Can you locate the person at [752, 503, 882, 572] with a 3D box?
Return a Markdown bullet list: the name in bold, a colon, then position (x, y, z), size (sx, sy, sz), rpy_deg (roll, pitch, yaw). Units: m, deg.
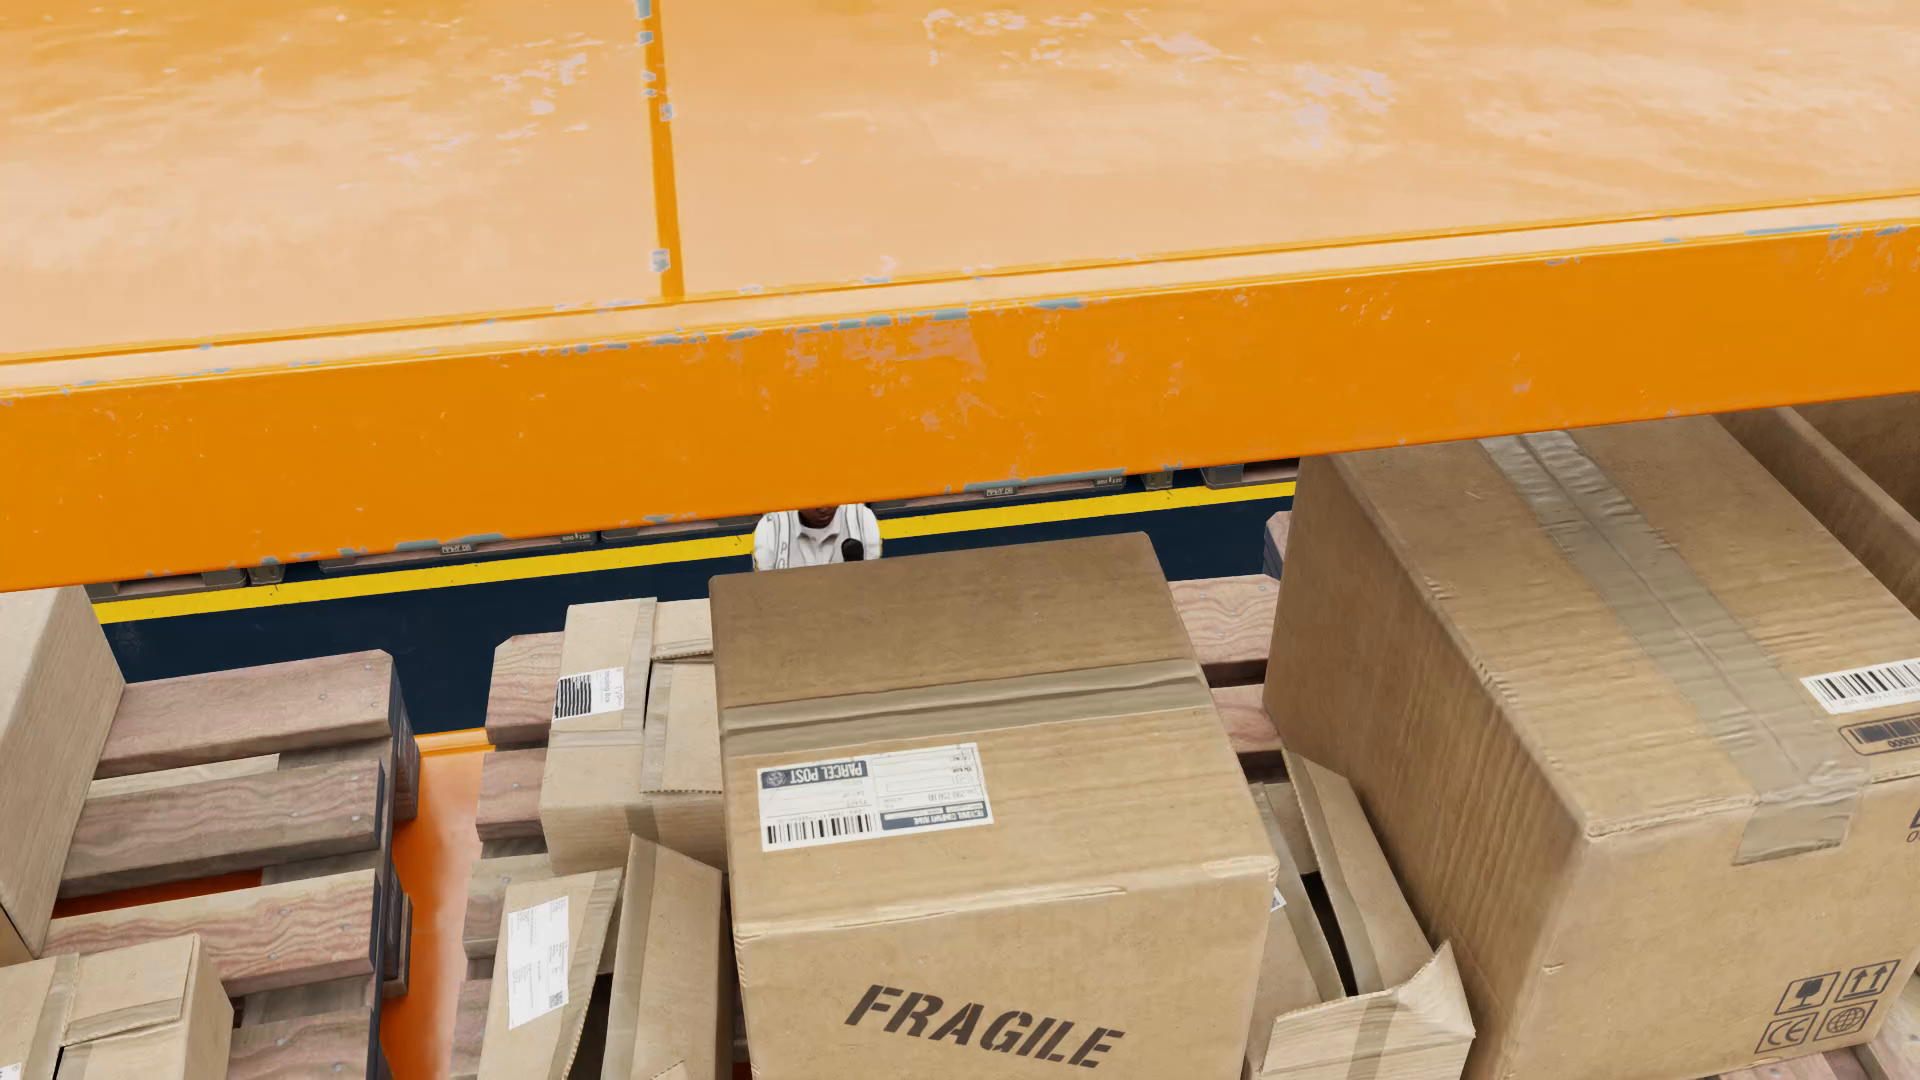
- **person**: position (-0.454, 0.422, 5.614), size (0.435, 1.692, 0.520), rpy_deg (-6, 39, -7)
